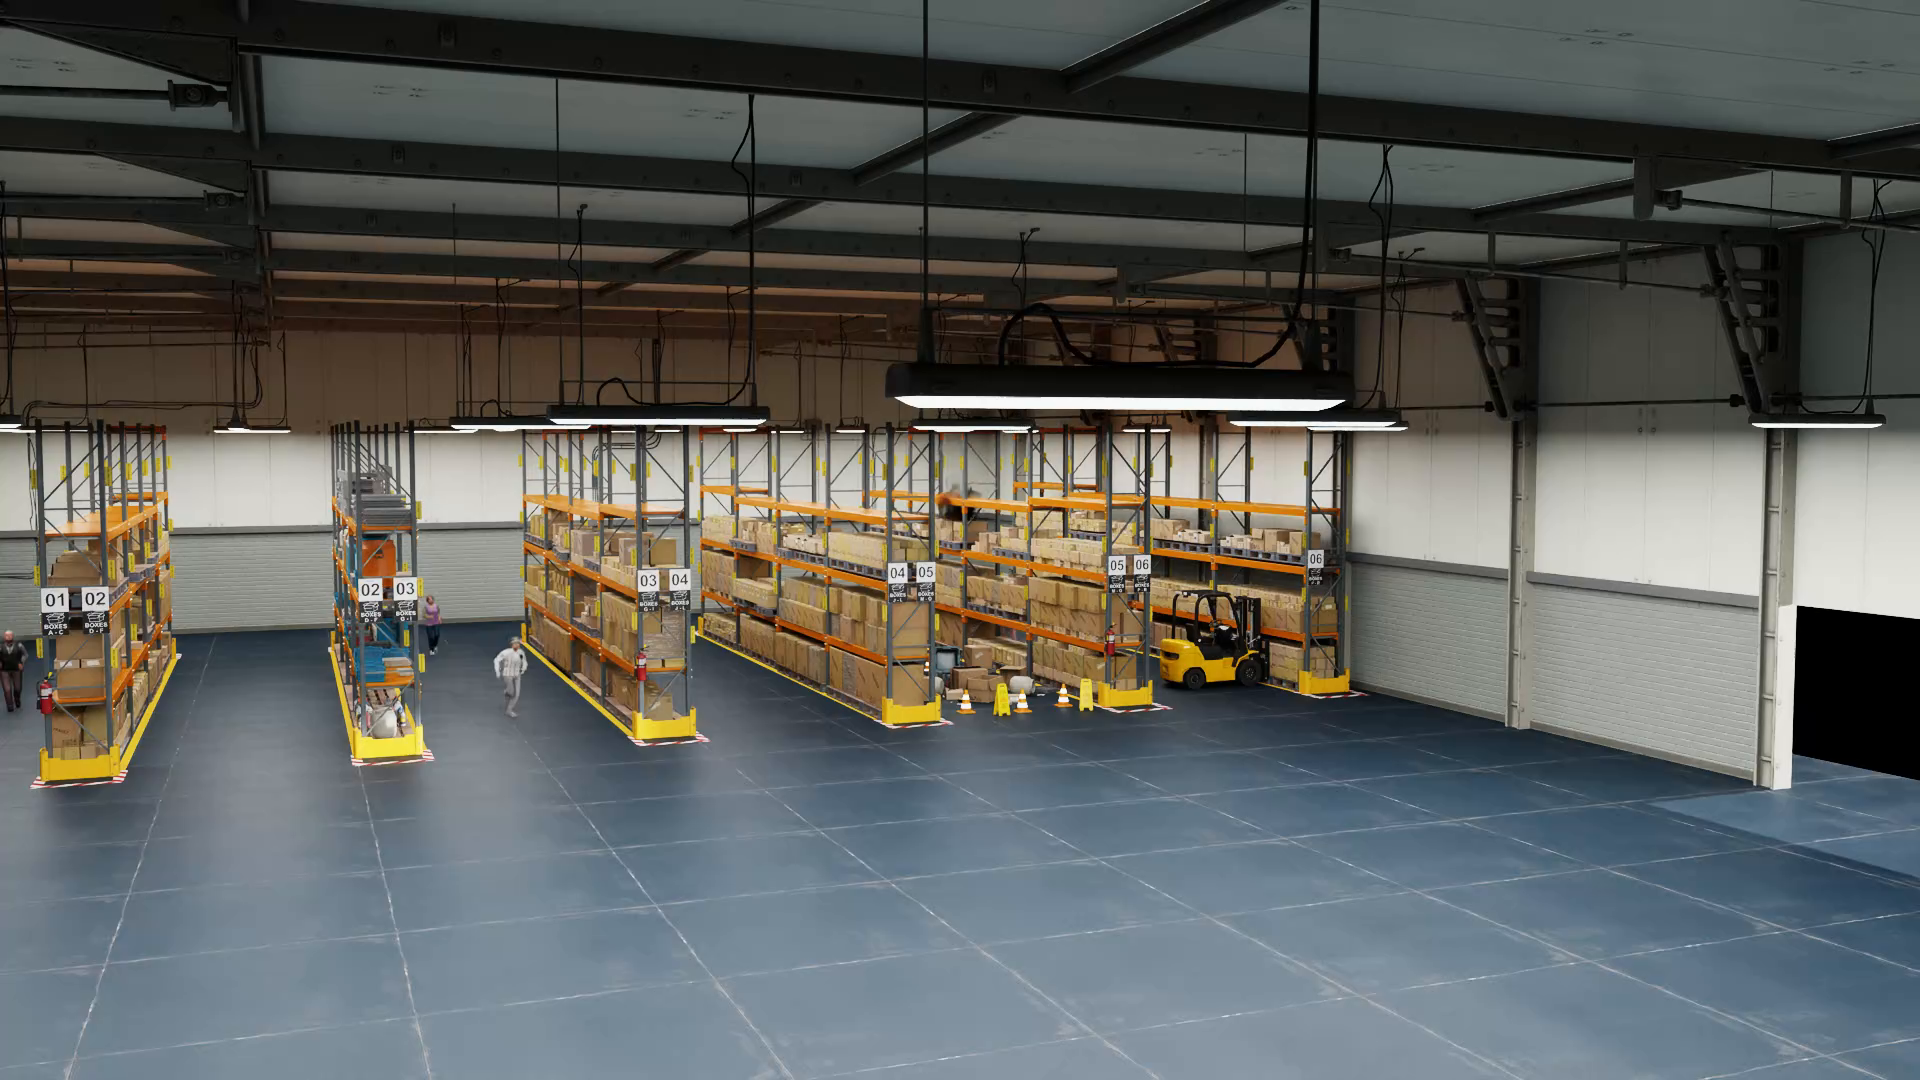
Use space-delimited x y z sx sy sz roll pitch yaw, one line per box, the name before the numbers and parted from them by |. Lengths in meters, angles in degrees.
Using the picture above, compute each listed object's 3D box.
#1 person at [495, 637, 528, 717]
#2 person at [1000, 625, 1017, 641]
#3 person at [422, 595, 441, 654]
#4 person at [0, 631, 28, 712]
person | -9.176 2.791 34.072 0.653 1.649 0.640 -3 4 -37
person | 1.317 2.077 44.908 0.562 1.705 0.728 -2 4 -26
person | -13.763 2.218 43.371 0.520 1.561 0.597 -2 4 -25
person | -19.685 2.727 34.480 0.654 1.674 0.562 -2 4 -31
